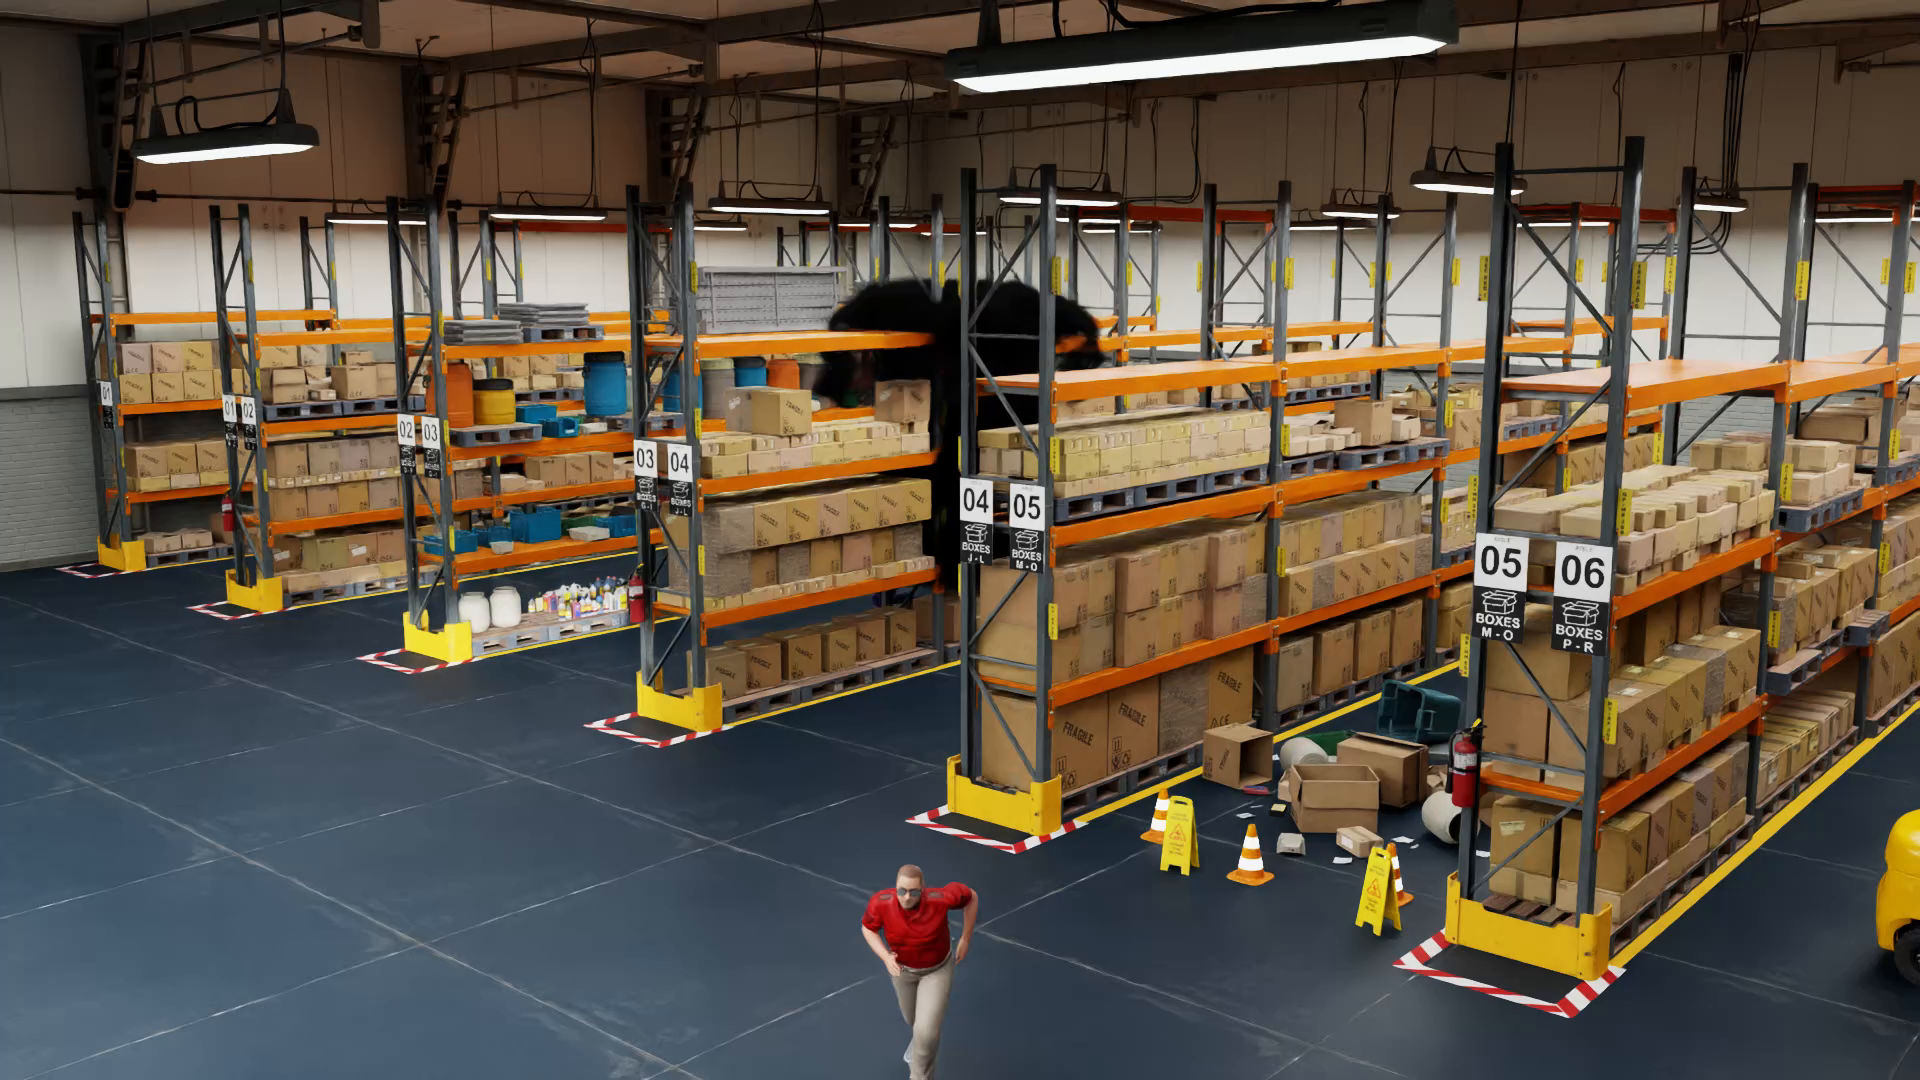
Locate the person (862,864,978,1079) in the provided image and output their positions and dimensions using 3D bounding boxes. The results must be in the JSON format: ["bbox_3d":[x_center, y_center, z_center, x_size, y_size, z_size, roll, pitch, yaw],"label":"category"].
[{"bbox_3d":[-0.232,2.700,10.354,0.707,1.697,1.007,1,10,6],"label":"person"}]

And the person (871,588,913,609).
[{"bbox_3d":[-1.012,0.471,23.766,0.574,1.599,0.744,9,13,44],"label":"person"}]
